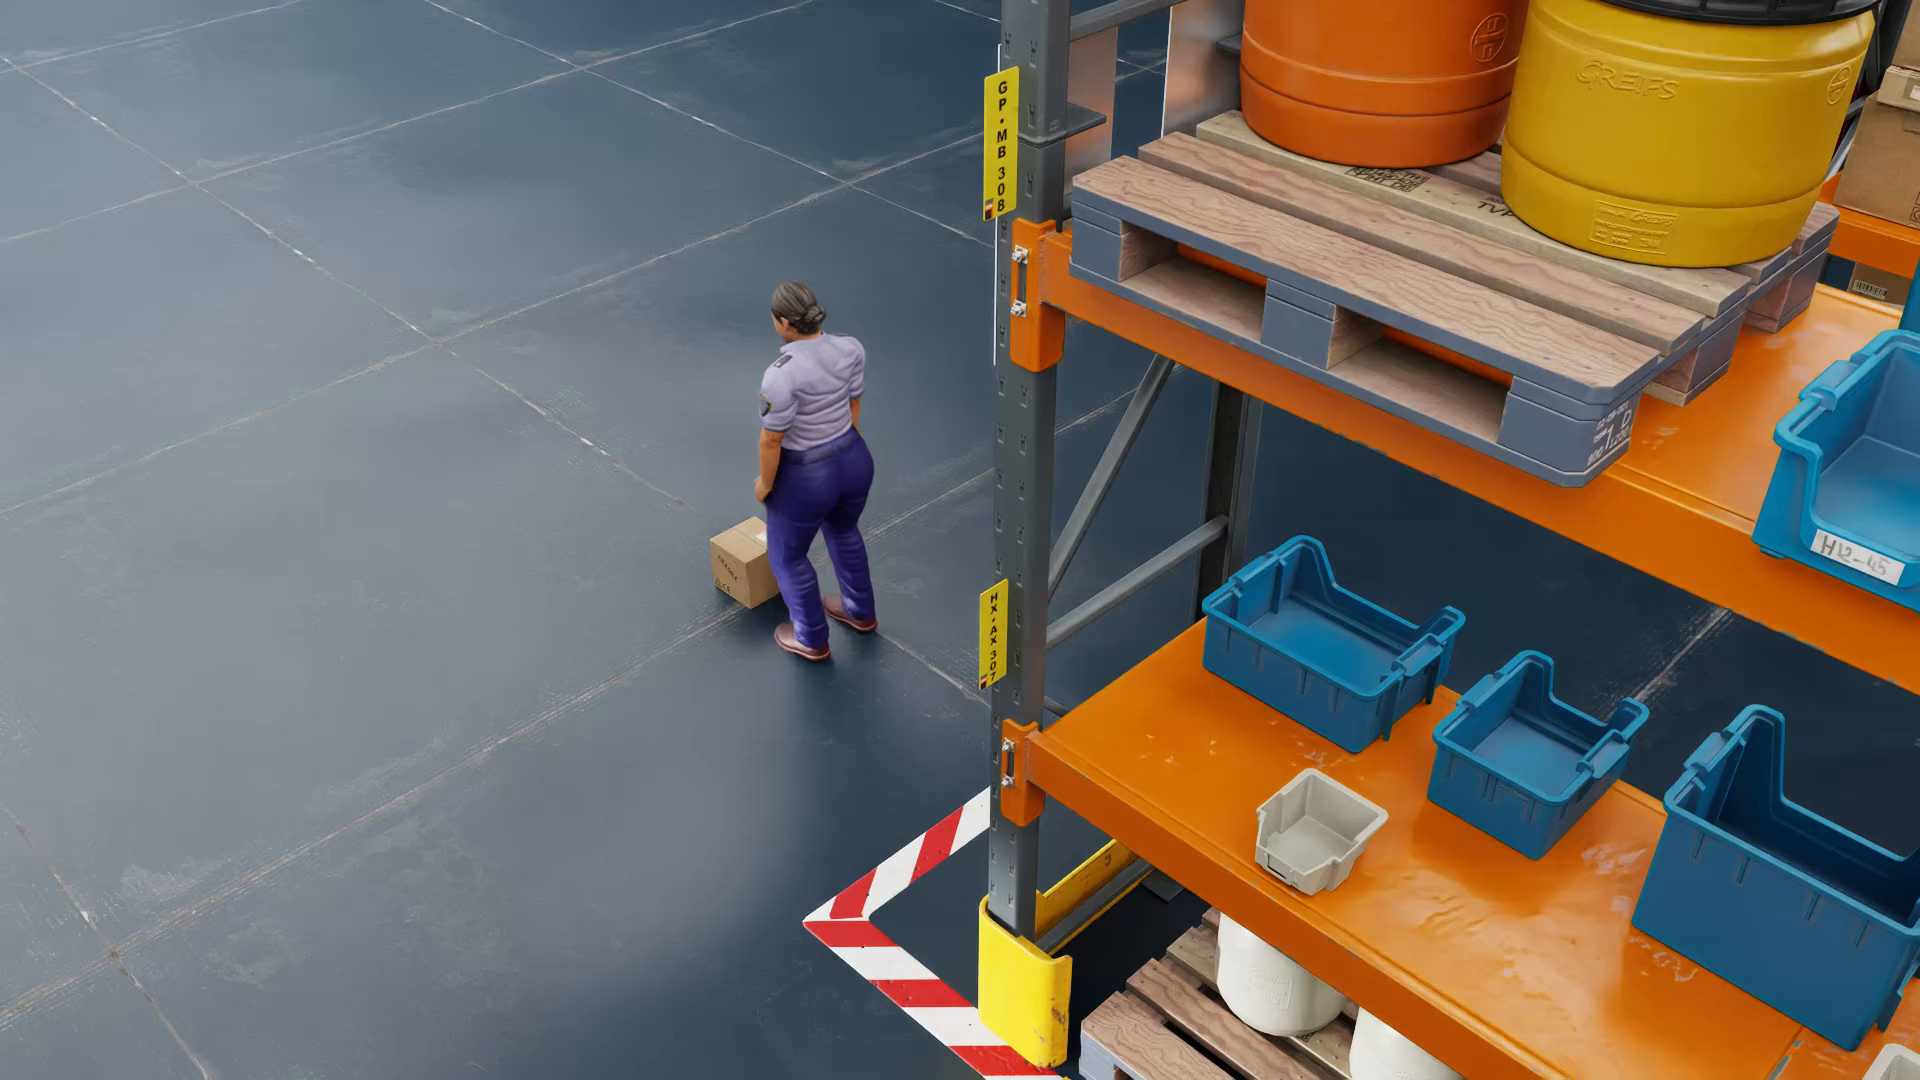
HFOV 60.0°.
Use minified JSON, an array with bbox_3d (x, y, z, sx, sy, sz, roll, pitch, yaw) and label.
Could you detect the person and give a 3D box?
[{"bbox_3d":[-0.573,-0.252,6.531,0.480,1.635,0.343,-29,45,-34],"label":"person"}]
